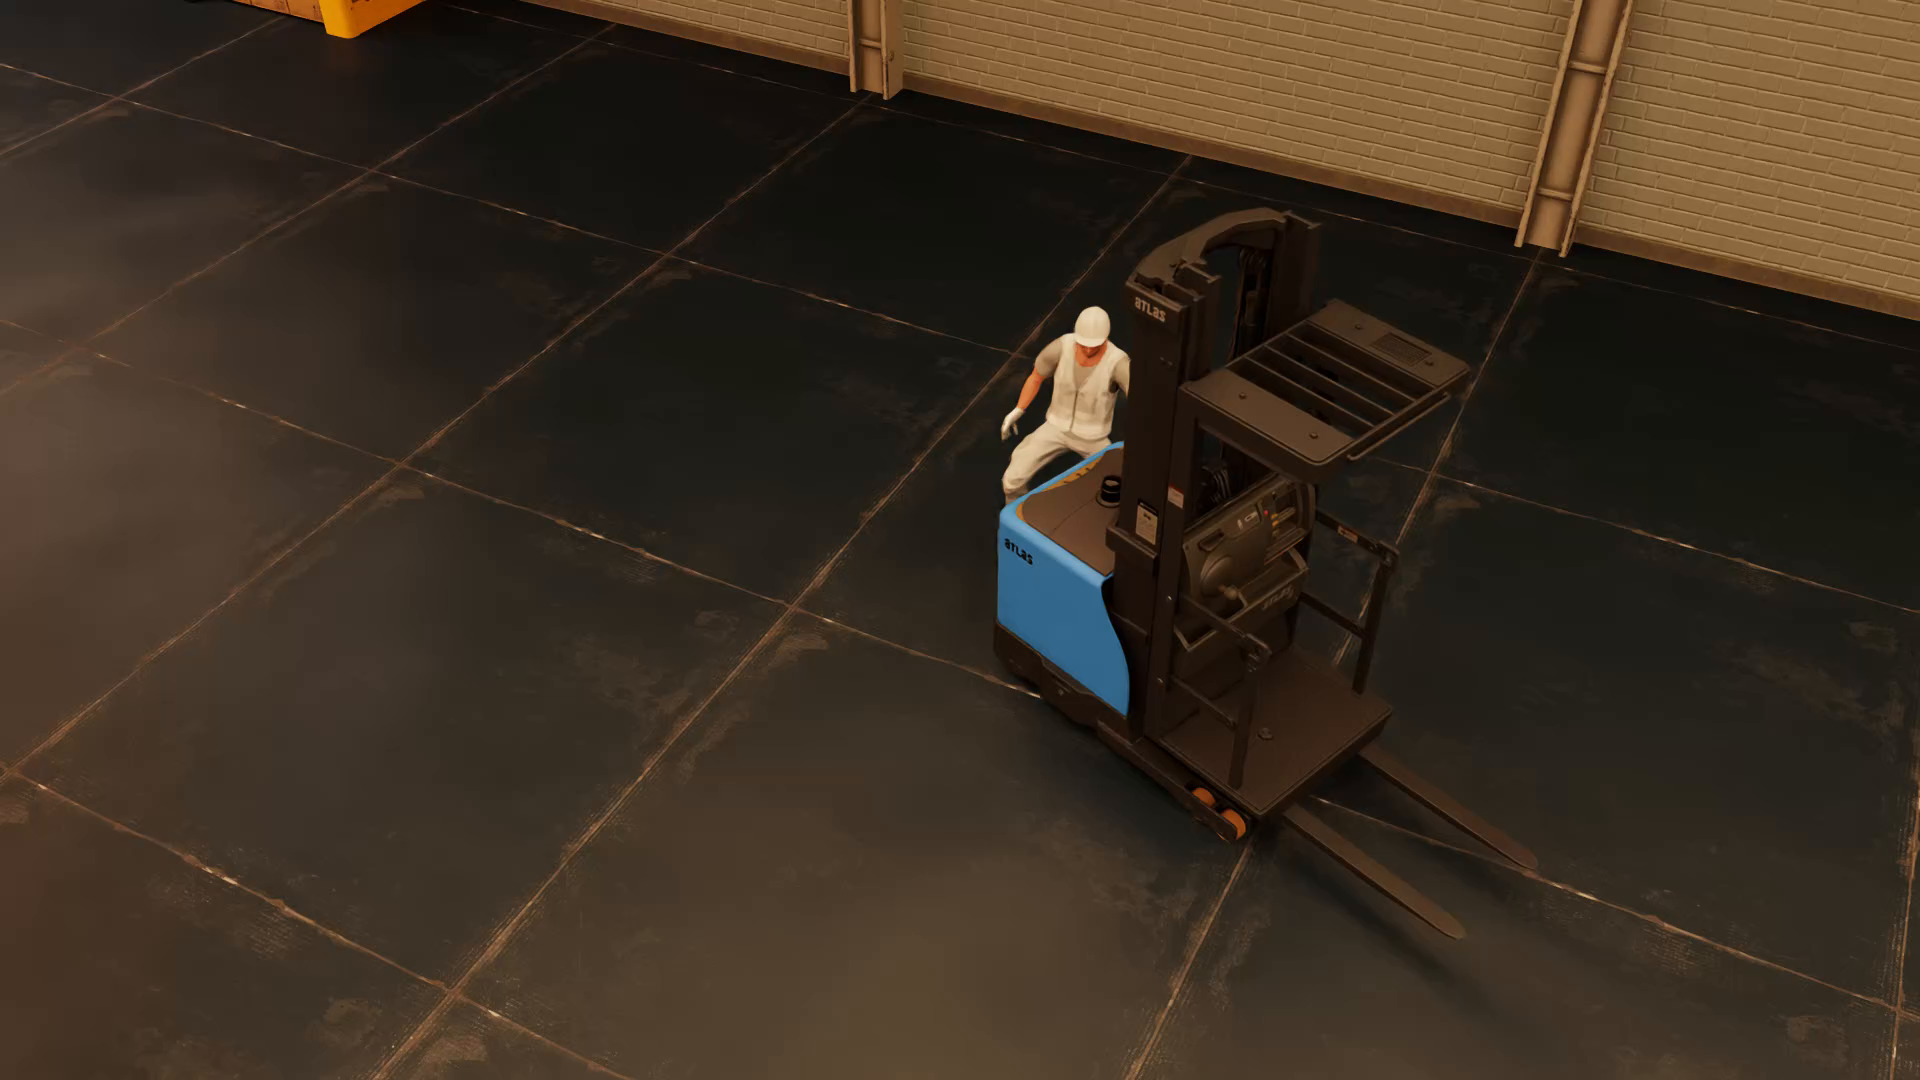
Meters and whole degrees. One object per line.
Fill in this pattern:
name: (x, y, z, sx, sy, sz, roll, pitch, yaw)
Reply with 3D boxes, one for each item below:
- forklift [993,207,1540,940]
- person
forklift: (1.549, 0.036, 7.943, 1.130, 2.935, 3.031, -30, 49, -31)
person: (0.747, -0.648, 9.789, 0.997, 1.643, 0.726, 14, 42, 16)
